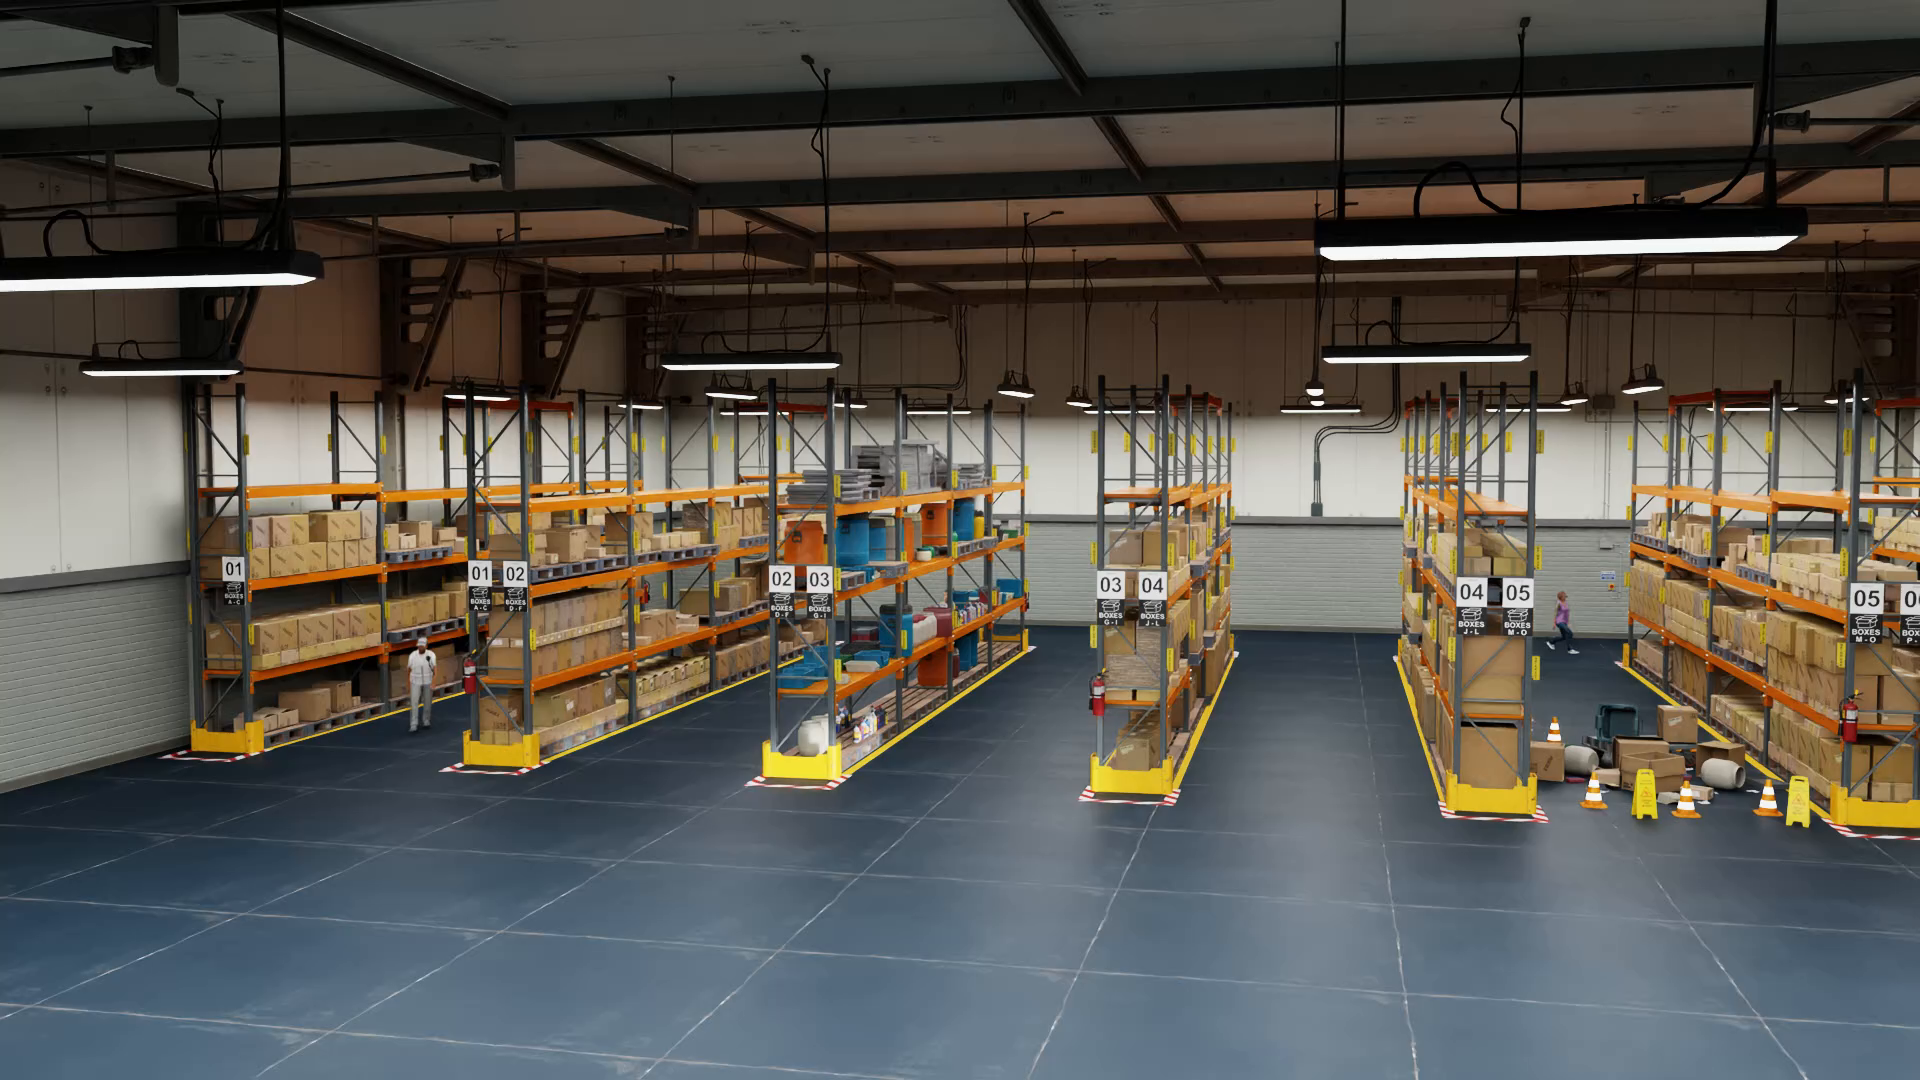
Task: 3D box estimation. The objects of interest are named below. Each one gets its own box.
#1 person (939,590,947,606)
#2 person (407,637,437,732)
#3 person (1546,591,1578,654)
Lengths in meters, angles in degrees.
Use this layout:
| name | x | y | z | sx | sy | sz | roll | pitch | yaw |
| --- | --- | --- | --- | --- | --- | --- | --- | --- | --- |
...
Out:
| name | x | y | z | sx | sy | sz | roll | pitch | yaw |
| --- | --- | --- | --- | --- | --- | --- | --- | --- | --- |
| person | -0.374 | 1.969 | 38.547 | 0.457 | 1.599 | 1.038 | 2 | 4 | 32 |
| person | -9.430 | 2.508 | 29.115 | 0.525 | 1.607 | 0.992 | -1 | 4 | -23 |
| person | 14.482 | 1.966 | 39.985 | 0.407 | 1.482 | 0.898 | -2 | 4 | -37 |
